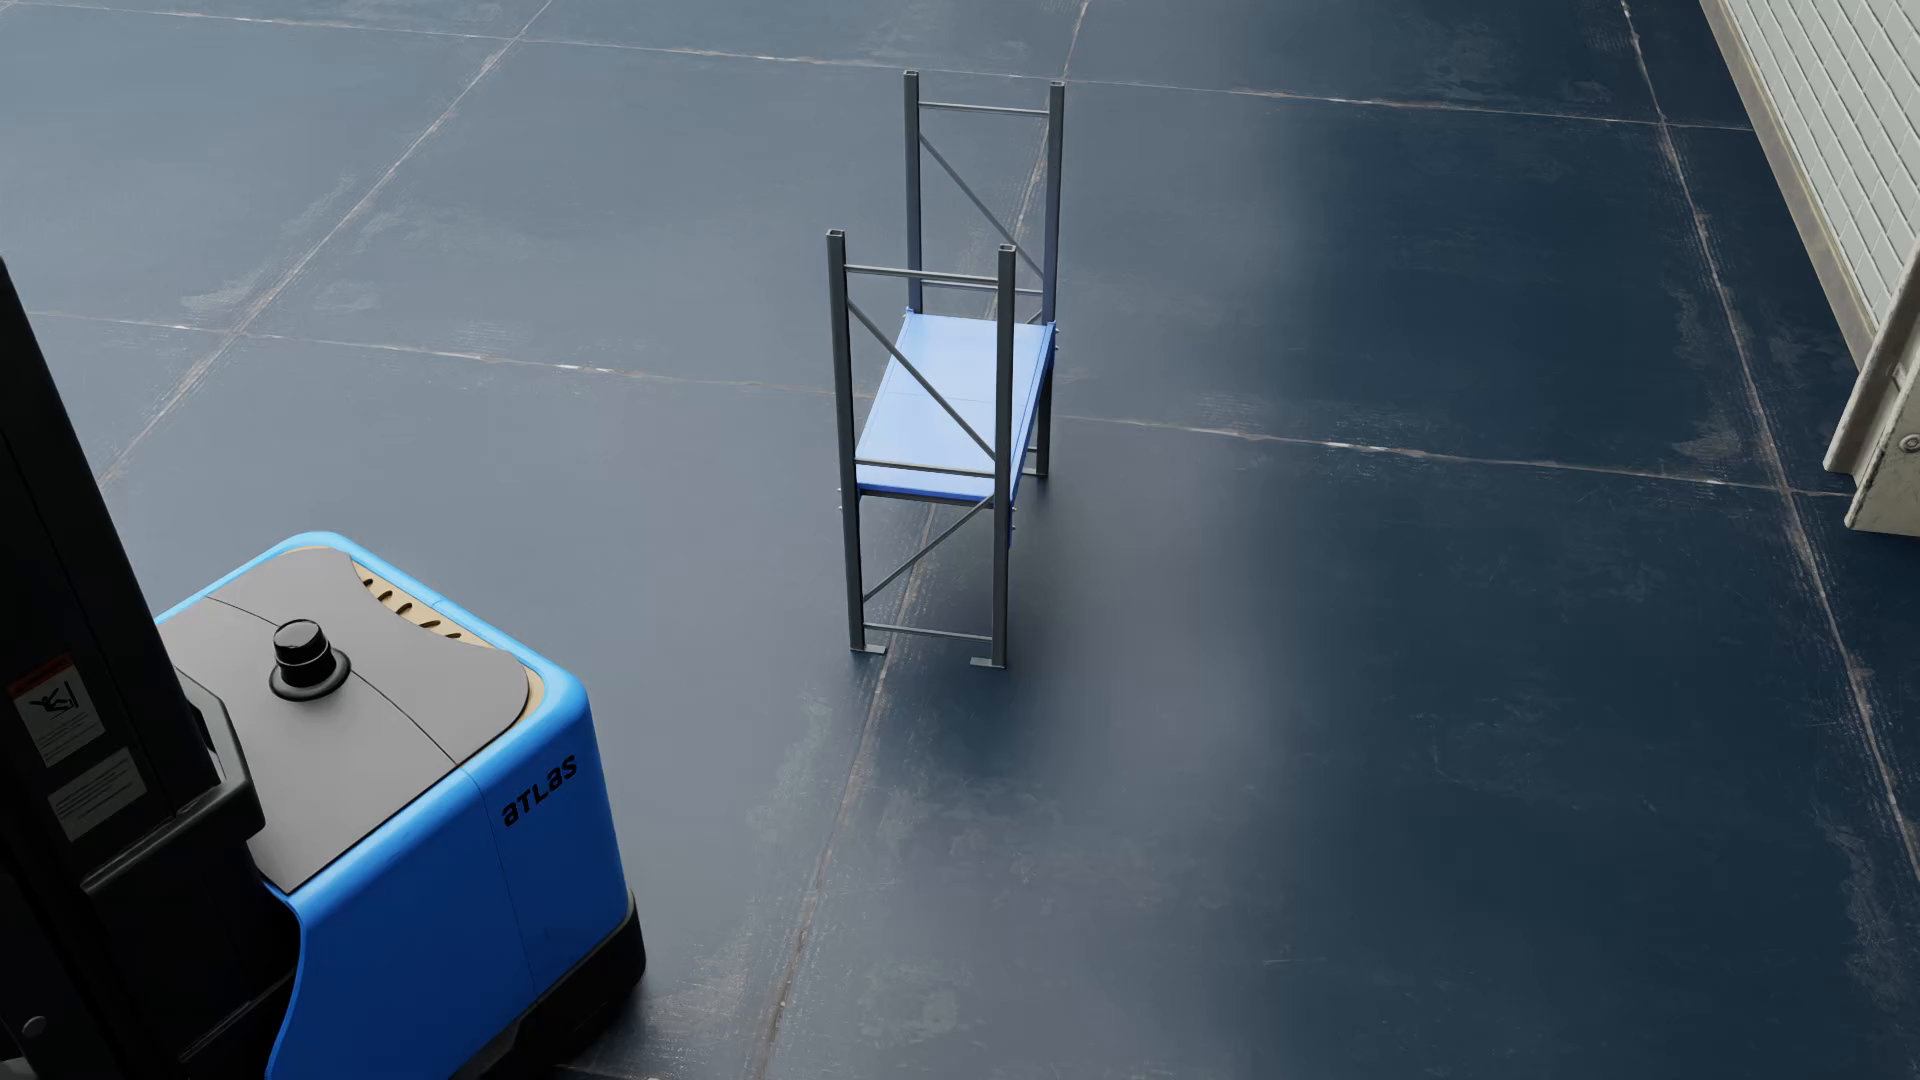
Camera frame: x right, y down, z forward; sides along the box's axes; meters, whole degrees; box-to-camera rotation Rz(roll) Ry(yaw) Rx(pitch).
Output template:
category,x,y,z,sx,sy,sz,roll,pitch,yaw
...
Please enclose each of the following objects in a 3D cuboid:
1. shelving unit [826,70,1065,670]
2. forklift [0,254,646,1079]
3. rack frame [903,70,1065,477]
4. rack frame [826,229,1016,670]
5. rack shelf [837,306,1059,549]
category,x,y,z,sx,sy,sz,roll,pitch,yaw
shelving unit,-0.015,-0.524,5.207,0.538,1.500,1.048,6,40,8
forklift,-2.097,0.587,2.740,1.130,2.935,3.031,25,46,27
rack frame,0.073,-0.844,5.593,0.500,1.500,0.032,6,40,8
rack frame,-0.103,-0.205,4.821,0.500,1.500,0.032,6,40,8
rack shelf,-0.015,-0.386,5.322,0.538,0.185,1.000,6,40,8
